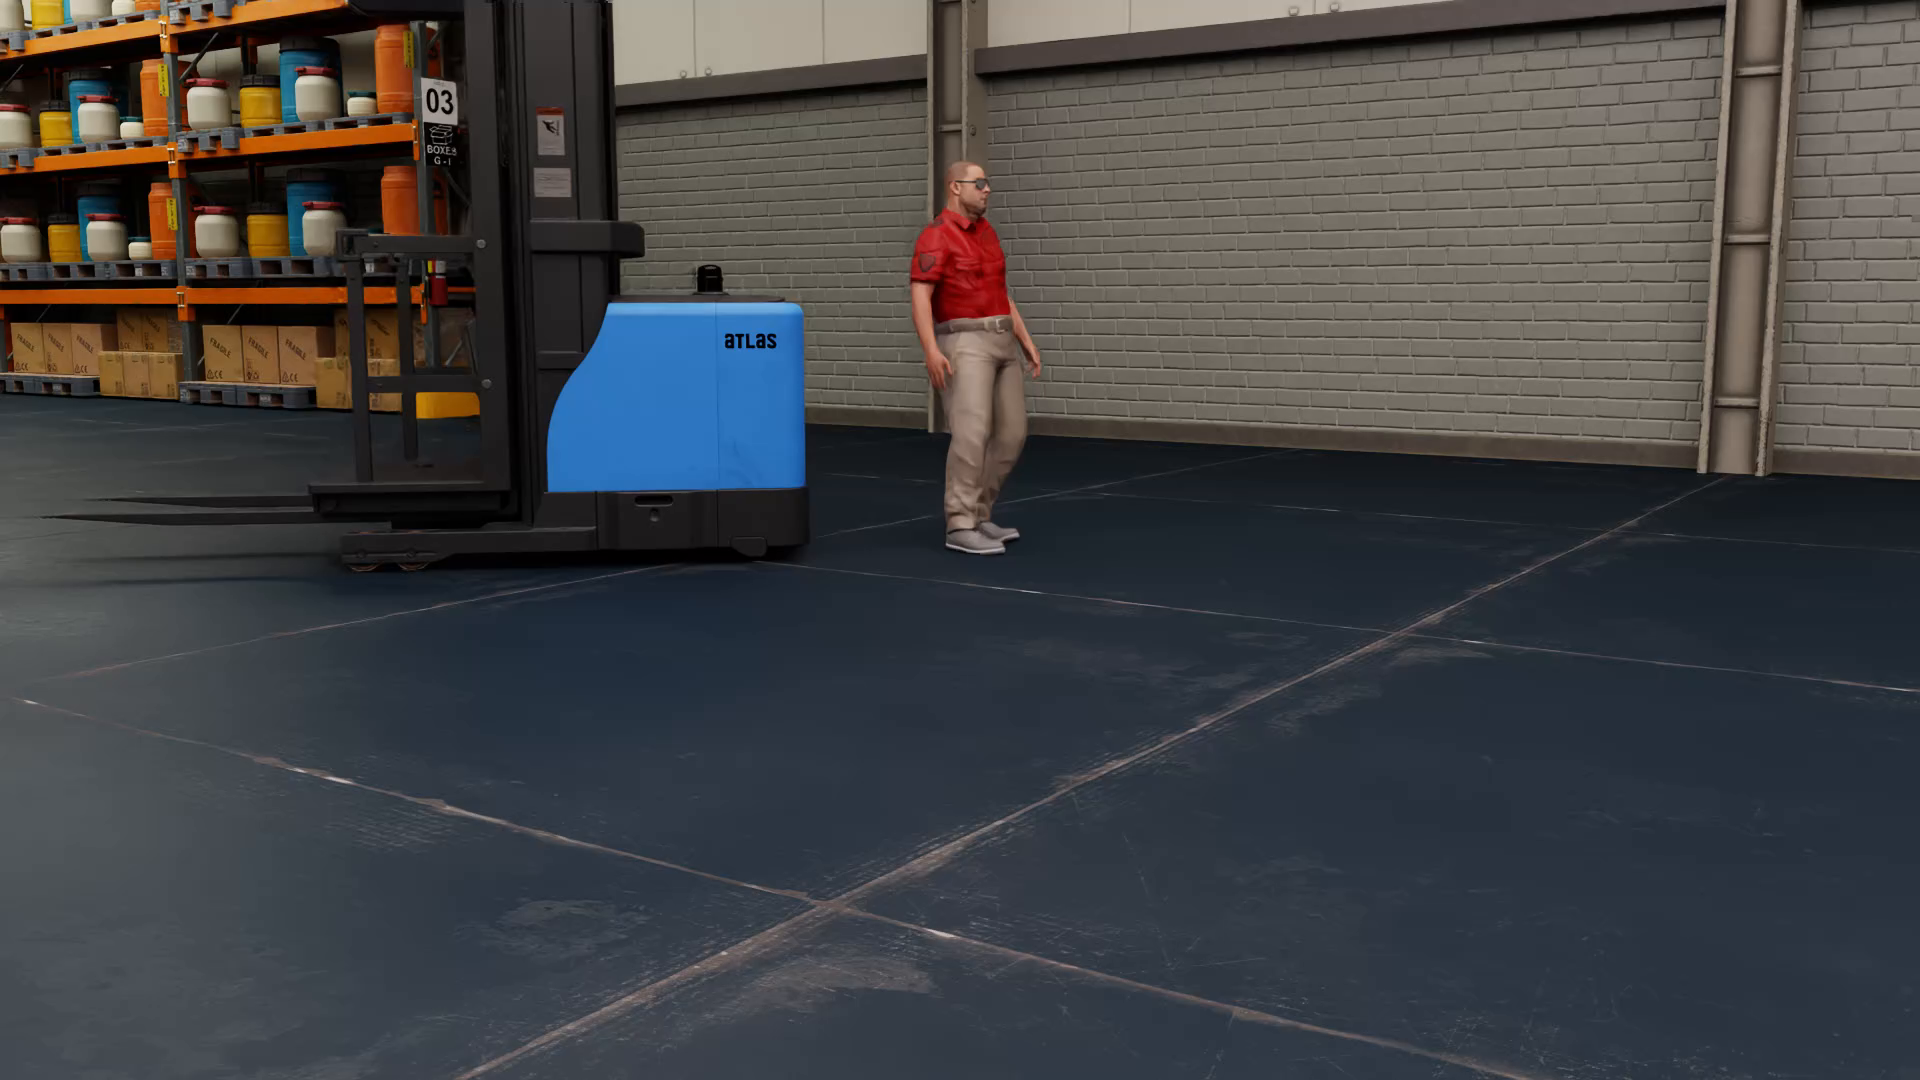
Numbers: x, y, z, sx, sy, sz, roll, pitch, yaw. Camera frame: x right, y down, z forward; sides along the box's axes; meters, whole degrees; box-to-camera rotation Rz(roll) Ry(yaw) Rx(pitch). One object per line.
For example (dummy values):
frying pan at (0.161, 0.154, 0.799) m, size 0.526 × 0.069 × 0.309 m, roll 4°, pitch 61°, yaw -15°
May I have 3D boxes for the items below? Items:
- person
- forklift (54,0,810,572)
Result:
person at (0.120, -0.815, 7.371) m, size 0.556 × 1.711 × 0.690 m, roll 6°, pitch 10°, yaw 38°
forklift at (-2.195, -1.401, 7.045) m, size 3.031 × 2.935 × 1.130 m, roll -1°, pitch 8°, yaw -8°
